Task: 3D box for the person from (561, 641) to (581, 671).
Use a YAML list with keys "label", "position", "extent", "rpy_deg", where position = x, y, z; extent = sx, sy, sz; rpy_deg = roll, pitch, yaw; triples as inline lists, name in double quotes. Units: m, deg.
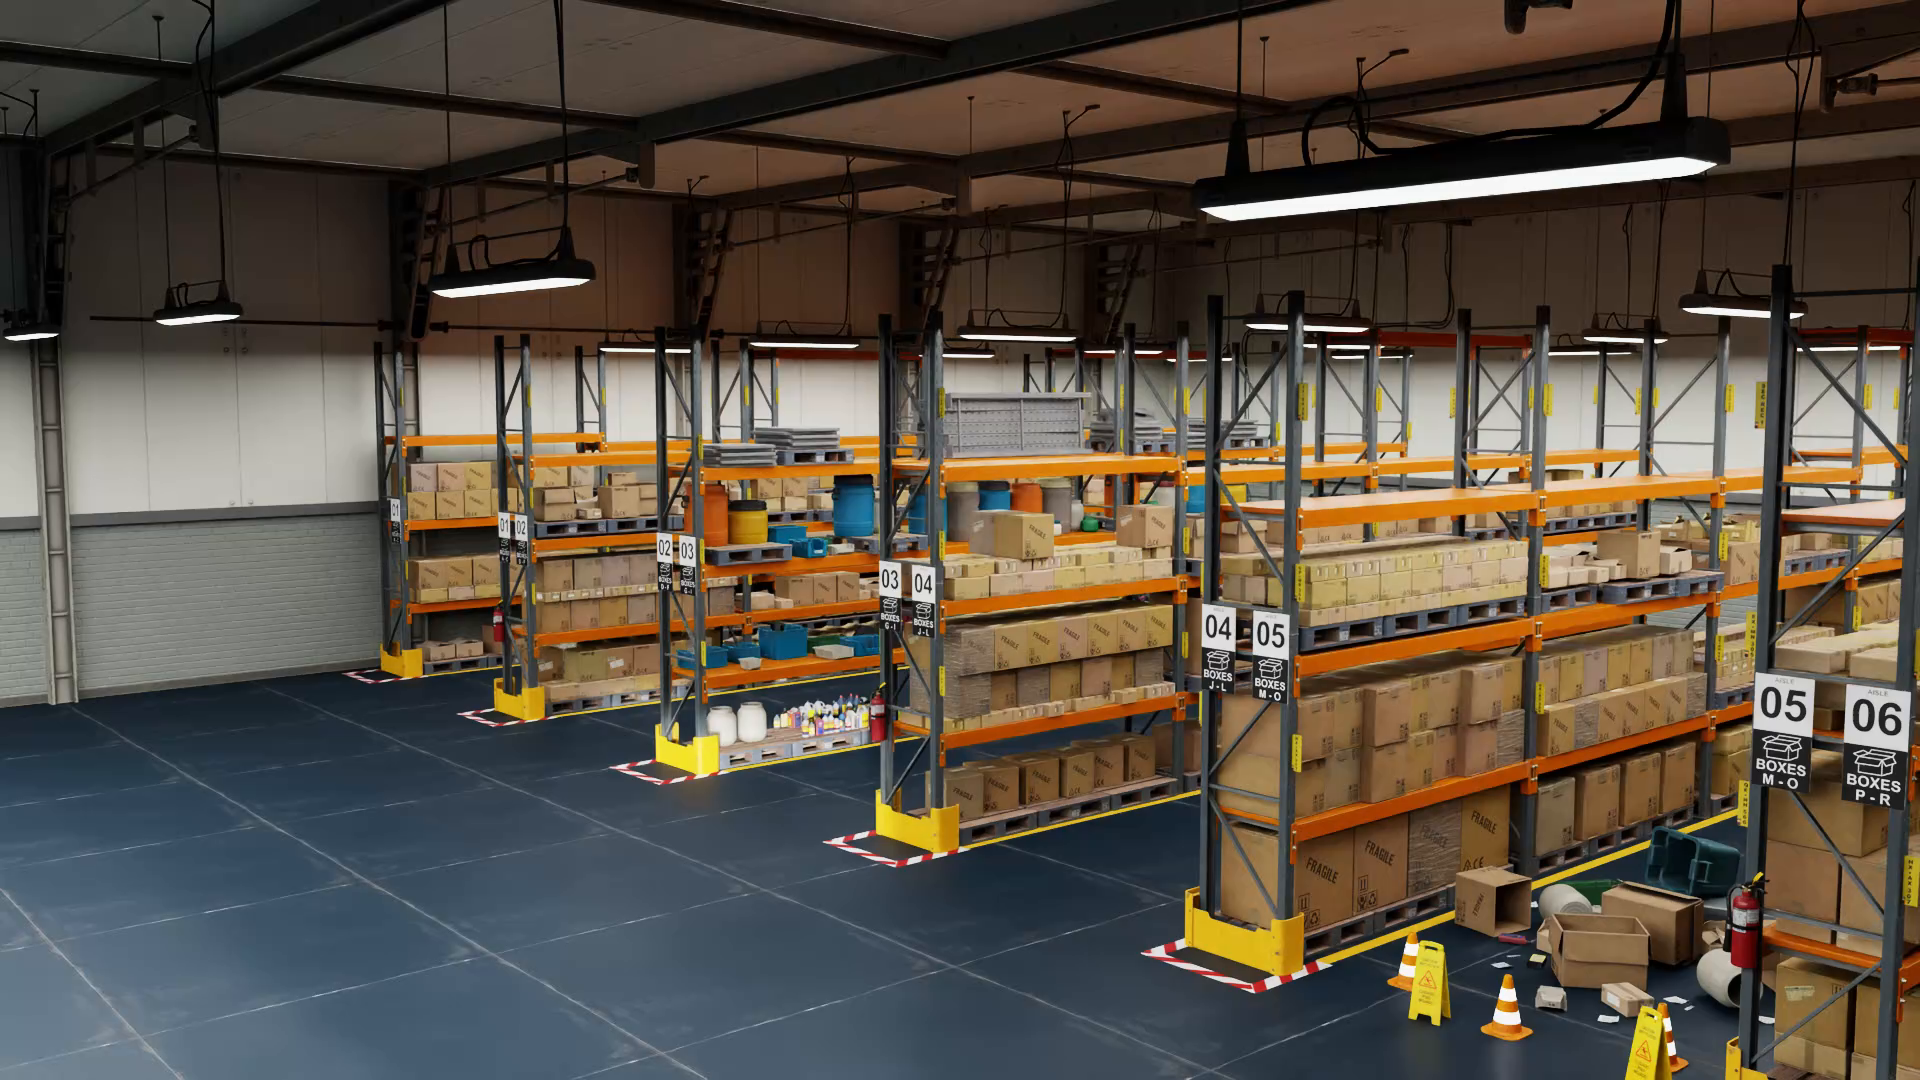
- label: "person"
  position: [-7.127, 1.494, 30.425]
  extent: [0.495, 1.772, 0.546]
  rpy_deg: [-3, 6, -27]
